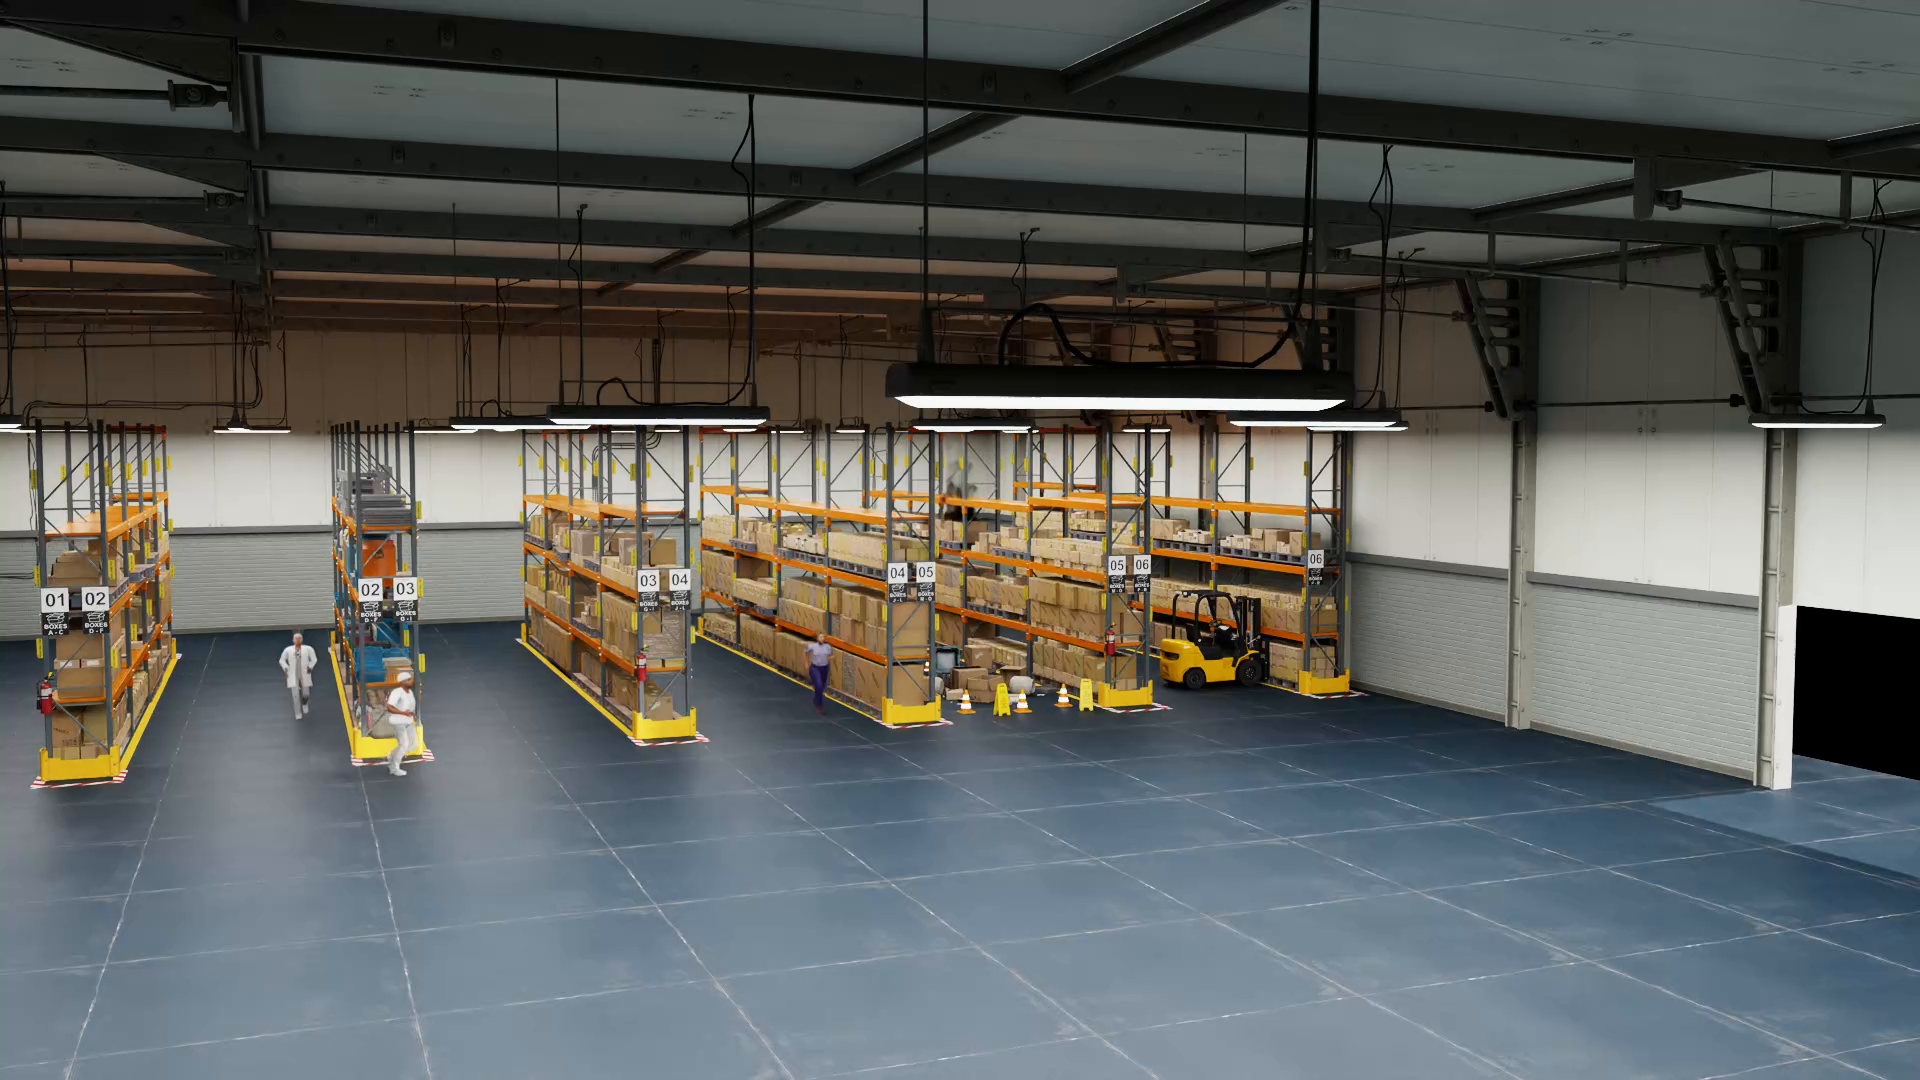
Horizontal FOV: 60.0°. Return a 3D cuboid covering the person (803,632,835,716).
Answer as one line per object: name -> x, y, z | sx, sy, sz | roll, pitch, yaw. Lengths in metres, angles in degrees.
person -> -2.911, 2.739, 34.439 | 0.580, 1.693, 0.838 | -2, 4, -30

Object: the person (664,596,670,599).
person -> -8.524, 1.867, 48.695 | 0.821, 1.629, 0.855 | -3, 5, -44

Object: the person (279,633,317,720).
person -> -13.401, 2.751, 33.682 | 0.708, 1.724, 0.670 | -1, 4, -21

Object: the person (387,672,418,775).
person -> -9.444, 3.102, 28.269 | 0.614, 1.708, 0.720 | 1, 4, 14

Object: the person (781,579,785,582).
person -> -5.089, 1.941, 47.957 | 0.526, 1.641, 0.705 | -2, 4, -29
